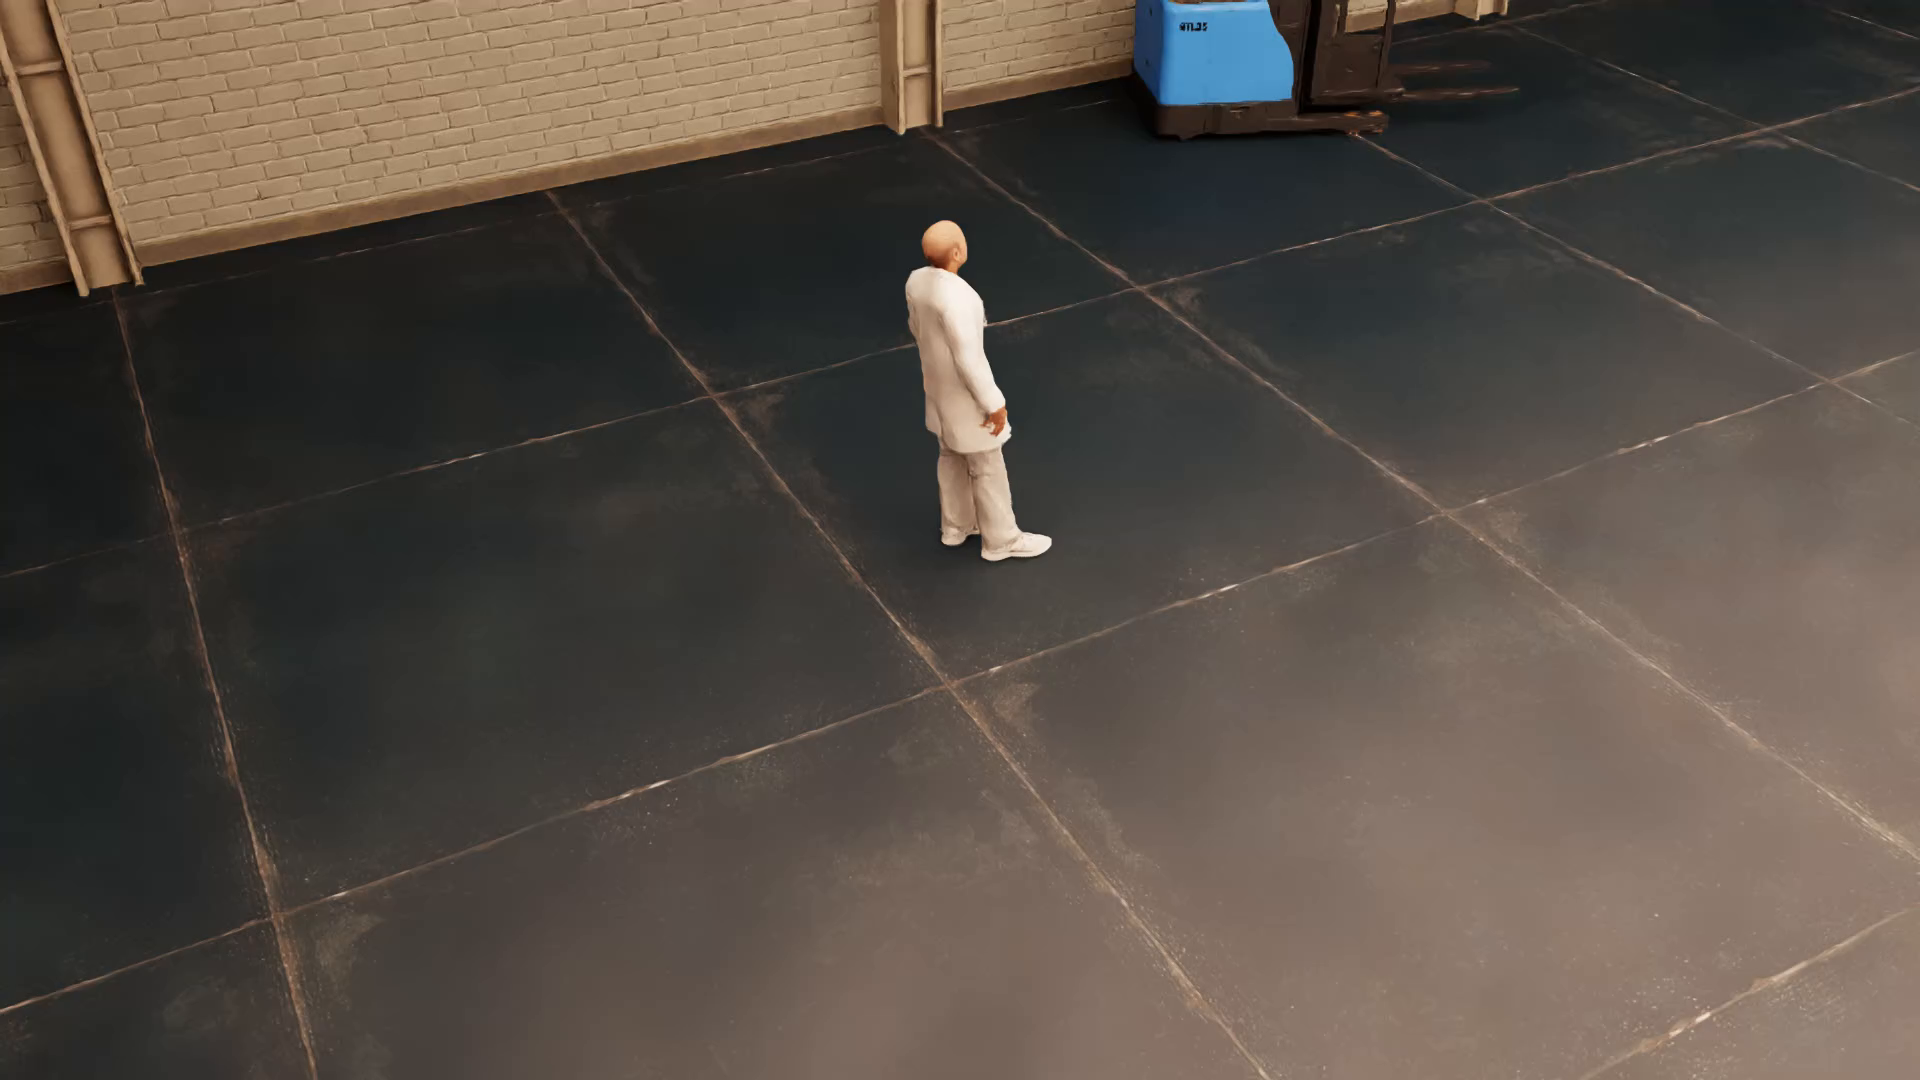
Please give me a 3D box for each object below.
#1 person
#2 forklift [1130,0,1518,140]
[{"bbox_3d":[0.082,-0.754,8.177,0.579,1.776,0.694,-17,39,-23],"label":"person"},{"bbox_3d":[2.965,-4.720,12.801,3.031,2.935,1.130,-5,36,-7],"label":"forklift"}]
